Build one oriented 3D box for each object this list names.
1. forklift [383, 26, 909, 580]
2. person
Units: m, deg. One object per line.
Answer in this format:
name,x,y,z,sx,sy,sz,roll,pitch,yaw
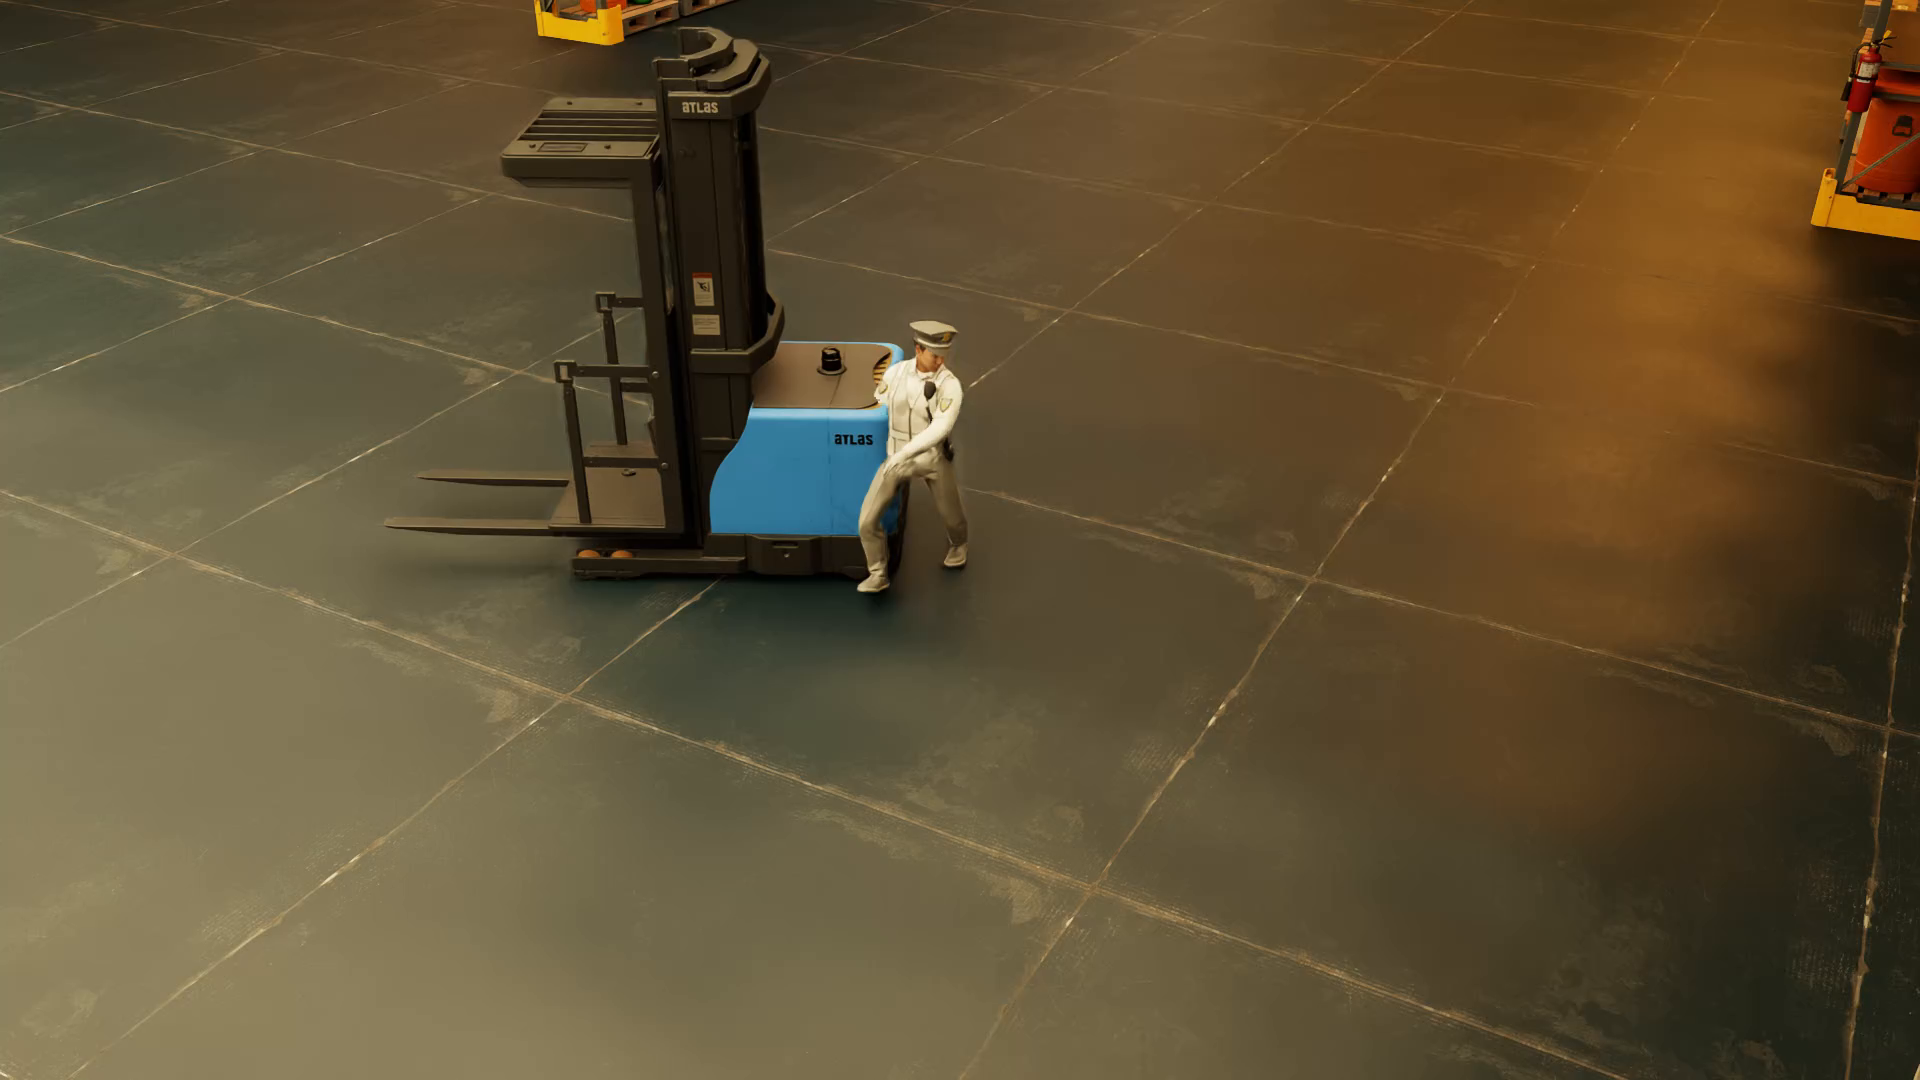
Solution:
forklift,-1.847,-1.302,9.327,3.031,2.935,1.130,1,30,2
person,-0.304,-0.450,9.223,0.644,1.578,0.818,7,31,11
